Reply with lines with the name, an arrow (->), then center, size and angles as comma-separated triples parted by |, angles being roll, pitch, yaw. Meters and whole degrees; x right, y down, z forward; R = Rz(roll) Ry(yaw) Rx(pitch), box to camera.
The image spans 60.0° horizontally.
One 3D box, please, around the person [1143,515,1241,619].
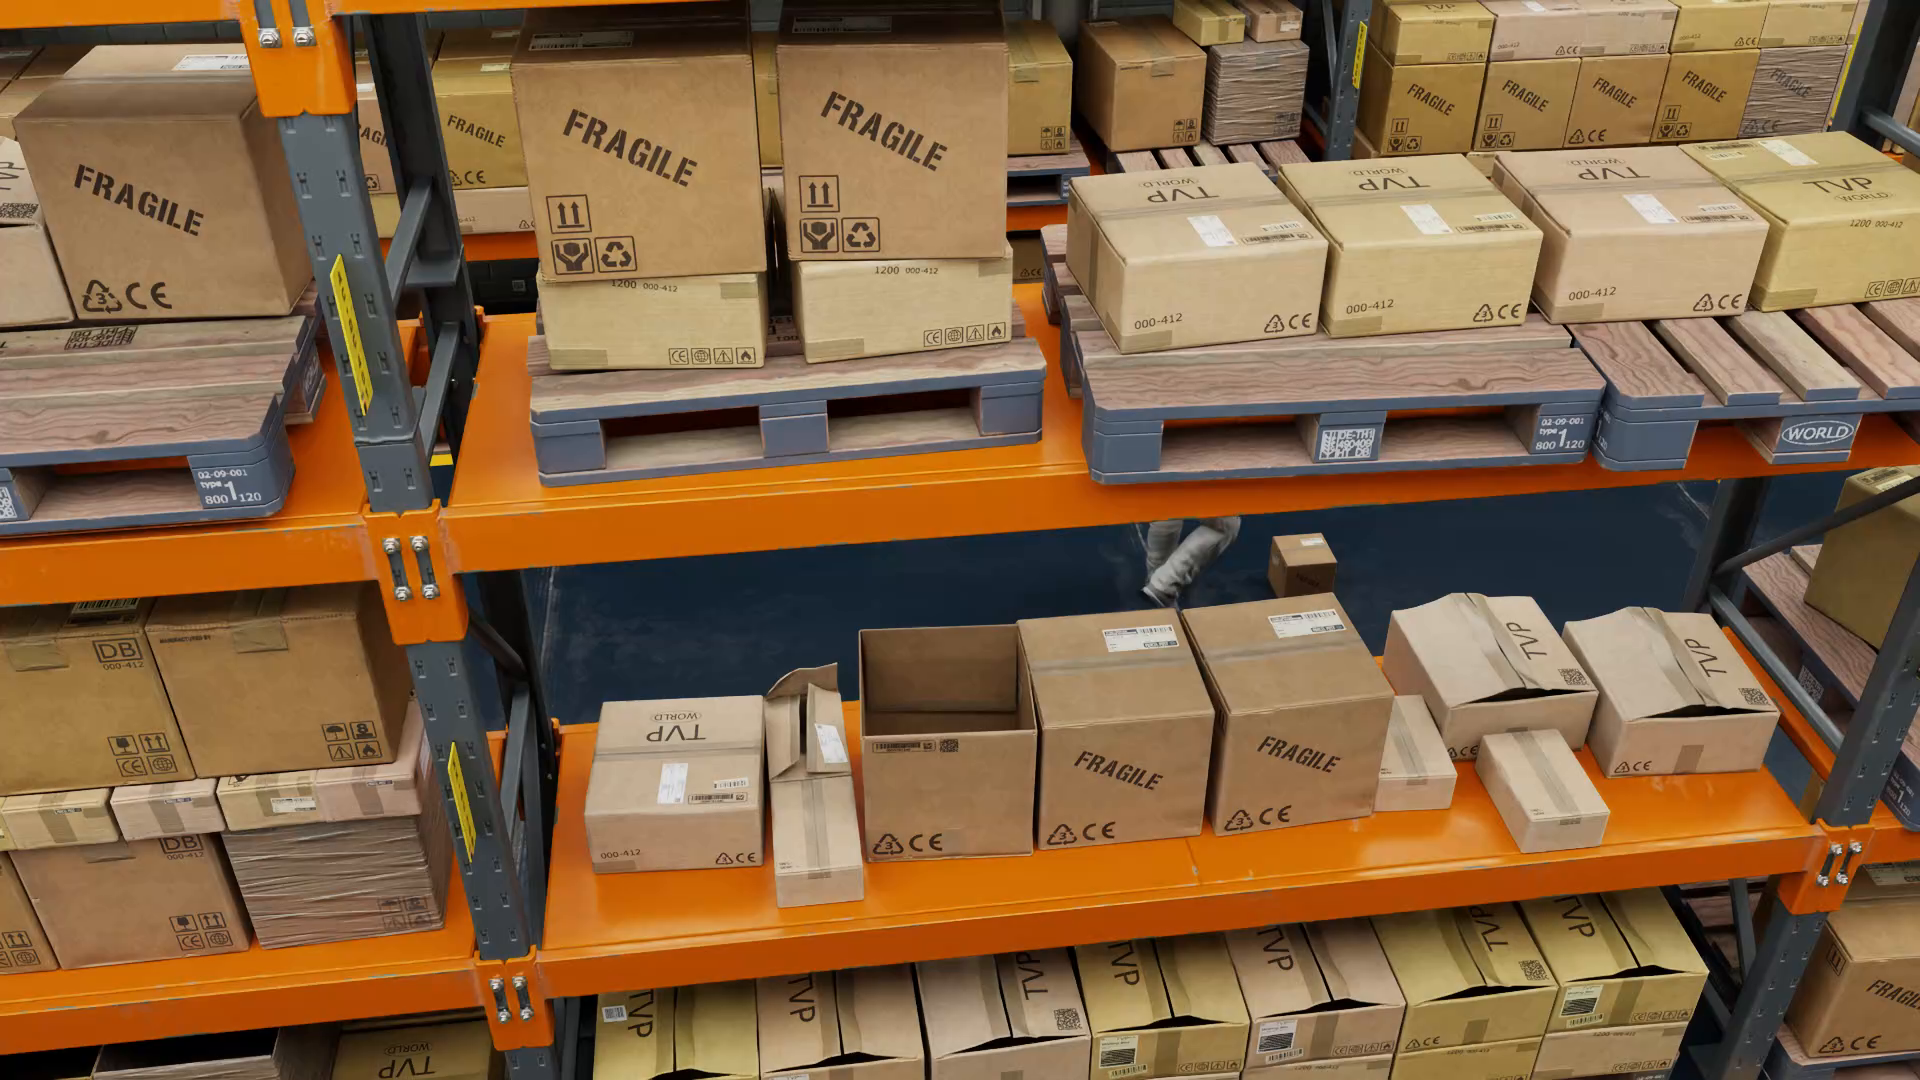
person -> 1.006, -0.384, 7.662 | 0.500, 1.653, 0.535 | -18, 39, -23
